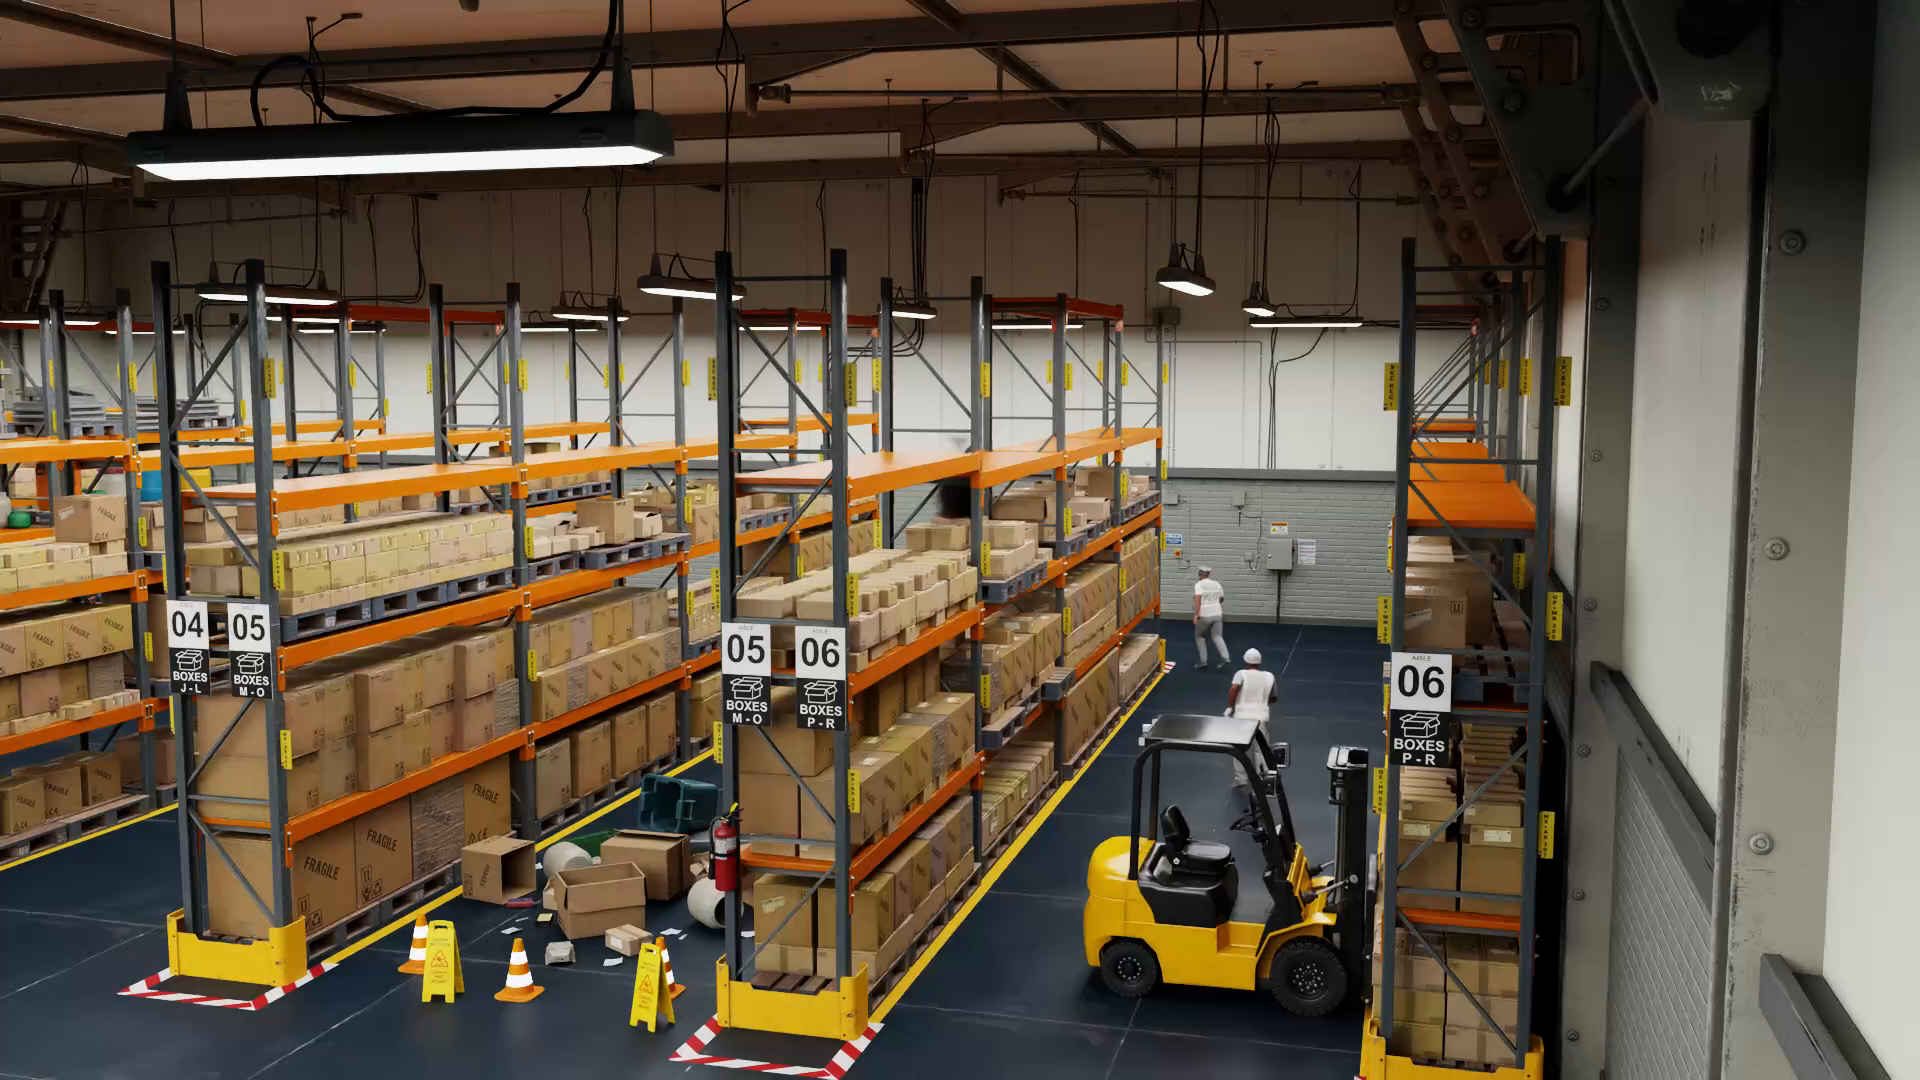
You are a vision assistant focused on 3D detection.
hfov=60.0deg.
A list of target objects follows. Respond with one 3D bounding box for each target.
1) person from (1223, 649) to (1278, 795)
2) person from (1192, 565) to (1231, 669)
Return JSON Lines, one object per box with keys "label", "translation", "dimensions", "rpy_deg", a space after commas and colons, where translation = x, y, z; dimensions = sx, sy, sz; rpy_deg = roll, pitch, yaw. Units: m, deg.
{"label": "person", "translation": [3.494, 2.195, 19.998], "dimensions": [0.702, 1.745, 0.989], "rpy_deg": [0, 6, -1]}
{"label": "person", "translation": [4.251, 1.336, 28.174], "dimensions": [0.669, 1.755, 0.859], "rpy_deg": [-3, 7, -23]}
